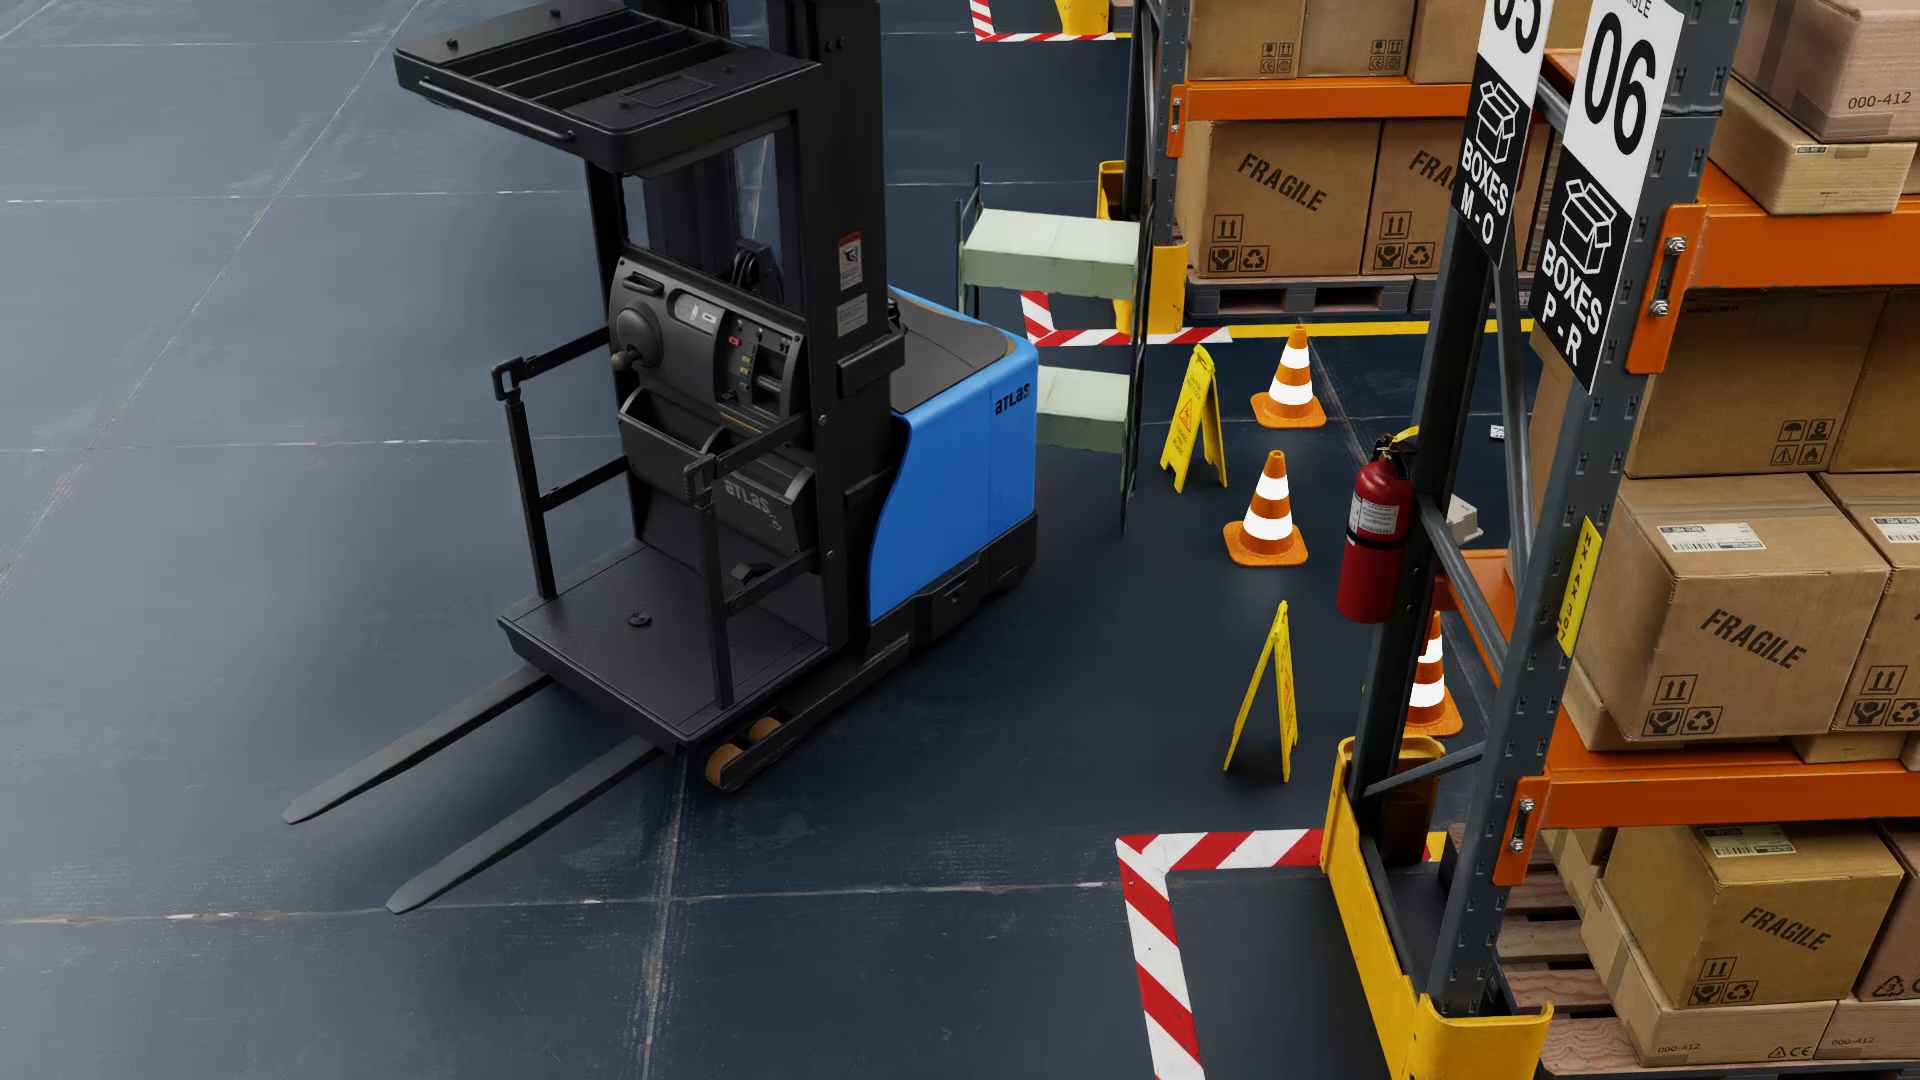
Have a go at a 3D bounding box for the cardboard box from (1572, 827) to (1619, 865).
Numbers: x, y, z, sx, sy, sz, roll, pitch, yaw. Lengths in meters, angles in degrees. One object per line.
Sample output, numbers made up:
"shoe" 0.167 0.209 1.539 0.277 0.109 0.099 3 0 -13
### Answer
"cardboard box" 2.136 0.633 5.088 0.500 0.500 0.500 -1 35 -2

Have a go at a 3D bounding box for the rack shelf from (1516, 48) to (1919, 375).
"rack shelf" 3.345 -0.838 3.822 4.000 0.370 1.077 -2 35 -2

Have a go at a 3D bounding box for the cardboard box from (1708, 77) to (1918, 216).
"cardboard box" 1.694 -0.801 3.357 0.250 0.149 0.380 -2 35 -2

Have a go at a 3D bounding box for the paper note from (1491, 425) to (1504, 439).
"paper note" 2.617 -0.512 7.965 0.142 0.017 0.144 10 36 14

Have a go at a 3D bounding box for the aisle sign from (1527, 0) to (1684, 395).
"aisle sign" 1.300 -0.738 3.396 0.004 0.787 0.394 -2 35 -2

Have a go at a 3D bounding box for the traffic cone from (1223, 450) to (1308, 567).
"traffic cone" 1.324 -0.170 7.089 0.334 0.463 0.336 -2 35 -2

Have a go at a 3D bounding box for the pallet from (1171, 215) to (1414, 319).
"pallet" 1.807 -1.577 9.344 1.213 0.211 1.003 -2 35 -2

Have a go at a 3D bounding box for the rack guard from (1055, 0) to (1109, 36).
"rack guard" 0.954 -4.454 13.247 0.348 0.500 1.175 -2 35 -2

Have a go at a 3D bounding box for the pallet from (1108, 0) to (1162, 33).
"pallet" 1.768 -4.337 13.332 1.213 0.211 1.003 -2 35 -2

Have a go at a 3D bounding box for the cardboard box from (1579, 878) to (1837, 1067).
"cardboard box" 2.166 1.247 4.860 0.500 0.250 0.500 -2 35 -3

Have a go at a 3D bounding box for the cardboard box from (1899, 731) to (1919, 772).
"cardboard box" 2.473 0.408 4.245 0.250 0.149 0.380 -1 35 -1

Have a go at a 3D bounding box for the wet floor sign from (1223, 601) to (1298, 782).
"wet floor sign" 1.107 0.518 5.934 0.232 0.644 0.267 10 36 14

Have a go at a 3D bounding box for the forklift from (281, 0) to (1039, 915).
"forklift" -1.020 -0.632 5.588 1.130 2.935 3.031 26 42 32

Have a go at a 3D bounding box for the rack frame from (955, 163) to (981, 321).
"rack frame" 0.035 -0.829 7.130 0.023 1.500 0.400 7 35 10

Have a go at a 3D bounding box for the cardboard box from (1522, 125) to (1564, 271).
"cardboard box" 3.476 -2.061 9.090 0.875 0.875 0.875 -1 35 -2

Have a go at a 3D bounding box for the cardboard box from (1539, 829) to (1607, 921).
"cardboard box" 2.166 0.936 5.309 0.500 0.250 0.500 -2 35 -2

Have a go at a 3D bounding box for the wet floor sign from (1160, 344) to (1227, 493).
"wet floor sign" 1.077 -0.563 7.497 0.232 0.644 0.267 -7 35 -10

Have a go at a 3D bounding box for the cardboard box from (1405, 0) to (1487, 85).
"cardboard box" 2.494 -2.726 8.422 0.550 0.550 0.875 -2 35 -2

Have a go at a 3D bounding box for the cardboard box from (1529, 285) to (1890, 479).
"cardboard box" 1.848 -0.559 4.194 0.500 0.500 0.700 -2 35 -3

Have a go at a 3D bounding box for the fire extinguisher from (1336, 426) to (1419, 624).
"fire extinguisher" 1.211 -0.074 4.789 0.183 0.674 0.296 -2 35 -2

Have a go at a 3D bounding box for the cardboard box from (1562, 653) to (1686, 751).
"cardboard box" 1.697 0.365 4.307 0.250 0.149 0.380 -1 35 -2

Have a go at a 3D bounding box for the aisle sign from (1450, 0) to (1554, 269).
"aisle sign" 1.272 -1.079 3.889 0.004 0.787 0.394 -2 35 -2

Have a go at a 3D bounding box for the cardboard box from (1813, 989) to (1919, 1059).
"cardboard box" 2.677 1.237 4.874 0.500 0.250 0.500 0 35 -1

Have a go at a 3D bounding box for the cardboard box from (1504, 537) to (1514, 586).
"cardboard box" 1.711 0.125 4.654 0.250 0.149 0.380 0 35 -1

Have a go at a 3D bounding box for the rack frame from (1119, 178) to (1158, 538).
"rack frame" 0.750 -0.739 7.000 0.023 1.500 0.400 7 35 10

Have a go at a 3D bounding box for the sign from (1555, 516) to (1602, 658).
"sign" 1.373 0.106 3.701 0.005 0.325 0.100 -2 35 -2

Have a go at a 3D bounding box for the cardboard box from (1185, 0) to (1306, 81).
"cardboard box" 1.381 -2.755 8.464 0.550 0.550 0.875 -2 35 -2

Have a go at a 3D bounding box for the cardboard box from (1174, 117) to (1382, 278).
"cardboard box" 1.687 -2.013 9.020 0.875 0.875 0.875 -1 35 -2

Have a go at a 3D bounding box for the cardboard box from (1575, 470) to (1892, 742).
"cardboard box" 1.834 0.135 4.070 0.500 0.500 0.500 -2 35 -3

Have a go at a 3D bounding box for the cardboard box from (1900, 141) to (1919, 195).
"cardboard box" 1.952 -0.859 3.441 0.250 0.149 0.380 -3 35 -4

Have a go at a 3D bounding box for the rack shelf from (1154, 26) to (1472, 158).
"rack shelf" 3.010 -2.416 8.737 4.000 0.370 1.077 -2 35 -2

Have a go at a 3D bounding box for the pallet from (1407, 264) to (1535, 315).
"pallet" 3.023 -1.608 9.389 1.213 0.211 1.003 -2 35 -2

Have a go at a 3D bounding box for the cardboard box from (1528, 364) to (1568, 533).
"cardboard box" 1.877 -0.181 4.527 0.500 0.500 0.500 -2 35 -3

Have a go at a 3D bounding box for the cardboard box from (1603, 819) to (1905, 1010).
"cardboard box" 2.190 0.937 4.648 0.500 0.500 0.500 -3 35 -4

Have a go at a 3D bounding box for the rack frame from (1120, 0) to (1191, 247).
"rack frame" 1.012 -2.658 8.455 0.127 3.000 1.000 -2 35 -2

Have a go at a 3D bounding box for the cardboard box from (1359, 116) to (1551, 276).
"cardboard box" 2.565 -2.038 9.056 0.875 0.875 0.875 -2 35 -3

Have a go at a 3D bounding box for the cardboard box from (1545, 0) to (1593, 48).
"cardboard box" 3.022 -2.764 8.476 0.500 0.550 0.875 -2 35 -2

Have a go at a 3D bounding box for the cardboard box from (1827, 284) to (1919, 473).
"cardboard box" 2.353 -0.569 4.208 0.500 0.500 0.700 -1 35 -2

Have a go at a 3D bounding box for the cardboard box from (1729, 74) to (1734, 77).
"cardboard box" 1.691 -1.145 3.854 0.250 0.149 0.380 -1 35 -2

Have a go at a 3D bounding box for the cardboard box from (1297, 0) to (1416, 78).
"cardboard box" 1.929 -2.782 8.503 0.550 0.550 0.875 -2 35 -2

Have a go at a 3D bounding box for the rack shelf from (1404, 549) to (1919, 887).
"rack shelf" 3.345 0.395 4.675 4.000 0.370 1.077 -2 35 -2

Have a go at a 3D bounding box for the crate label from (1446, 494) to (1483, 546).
"crate label" 2.106 -0.093 7.264 0.298 0.136 0.250 -20 39 -26

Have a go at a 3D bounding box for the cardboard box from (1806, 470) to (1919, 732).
"cardboard box" 2.351 0.119 4.093 0.500 0.500 0.500 -1 35 -1

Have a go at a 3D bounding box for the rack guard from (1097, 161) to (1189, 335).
"rack guard" 0.988 -1.629 9.165 0.348 0.500 1.175 -2 35 -2

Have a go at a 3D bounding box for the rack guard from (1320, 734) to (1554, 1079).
"rack guard" 1.423 1.179 5.107 0.348 0.500 1.175 -2 35 -2

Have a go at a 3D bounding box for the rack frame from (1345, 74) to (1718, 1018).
"rack frame" 1.348 0.153 4.393 0.127 3.000 1.000 -2 35 -2

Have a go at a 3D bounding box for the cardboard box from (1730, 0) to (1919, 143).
"cardboard box" 1.862 -1.003 3.298 0.500 0.250 0.500 -2 35 -3

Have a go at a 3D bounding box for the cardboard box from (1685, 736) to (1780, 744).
"cardboard box" 1.948 0.350 4.329 0.250 0.149 0.380 -1 35 -2

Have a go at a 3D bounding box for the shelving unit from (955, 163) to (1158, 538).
"shelving unit" 0.392 -0.784 7.065 0.755 1.500 0.431 7 35 10

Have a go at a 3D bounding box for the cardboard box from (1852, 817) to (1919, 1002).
"cardboard box" 2.712 0.921 4.672 0.500 0.500 0.500 -3 35 -4

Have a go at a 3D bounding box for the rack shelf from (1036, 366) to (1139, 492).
"rack shelf" 0.392 -0.516 7.250 0.720 0.370 0.431 7 35 10

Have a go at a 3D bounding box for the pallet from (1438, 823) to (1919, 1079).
"pallet" 2.237 1.296 5.192 1.213 0.211 1.003 -2 35 -2

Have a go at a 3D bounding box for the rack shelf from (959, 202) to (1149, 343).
"rack shelf" 0.392 -1.105 6.843 0.720 0.370 0.431 7 35 10

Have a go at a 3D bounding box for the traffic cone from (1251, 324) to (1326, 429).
"traffic cone" 1.610 -0.822 8.031 0.334 0.463 0.336 -2 35 -2

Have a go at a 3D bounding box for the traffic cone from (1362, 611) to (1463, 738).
"traffic cone" 1.716 0.452 6.191 0.334 0.463 0.336 -2 35 -2

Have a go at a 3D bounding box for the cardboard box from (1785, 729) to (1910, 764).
"cardboard box" 2.217 0.389 4.273 0.250 0.149 0.380 -3 35 -4

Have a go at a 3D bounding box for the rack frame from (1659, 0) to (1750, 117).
"rack frame" 1.348 -2.314 2.686 0.127 3.000 1.000 -2 35 -2
